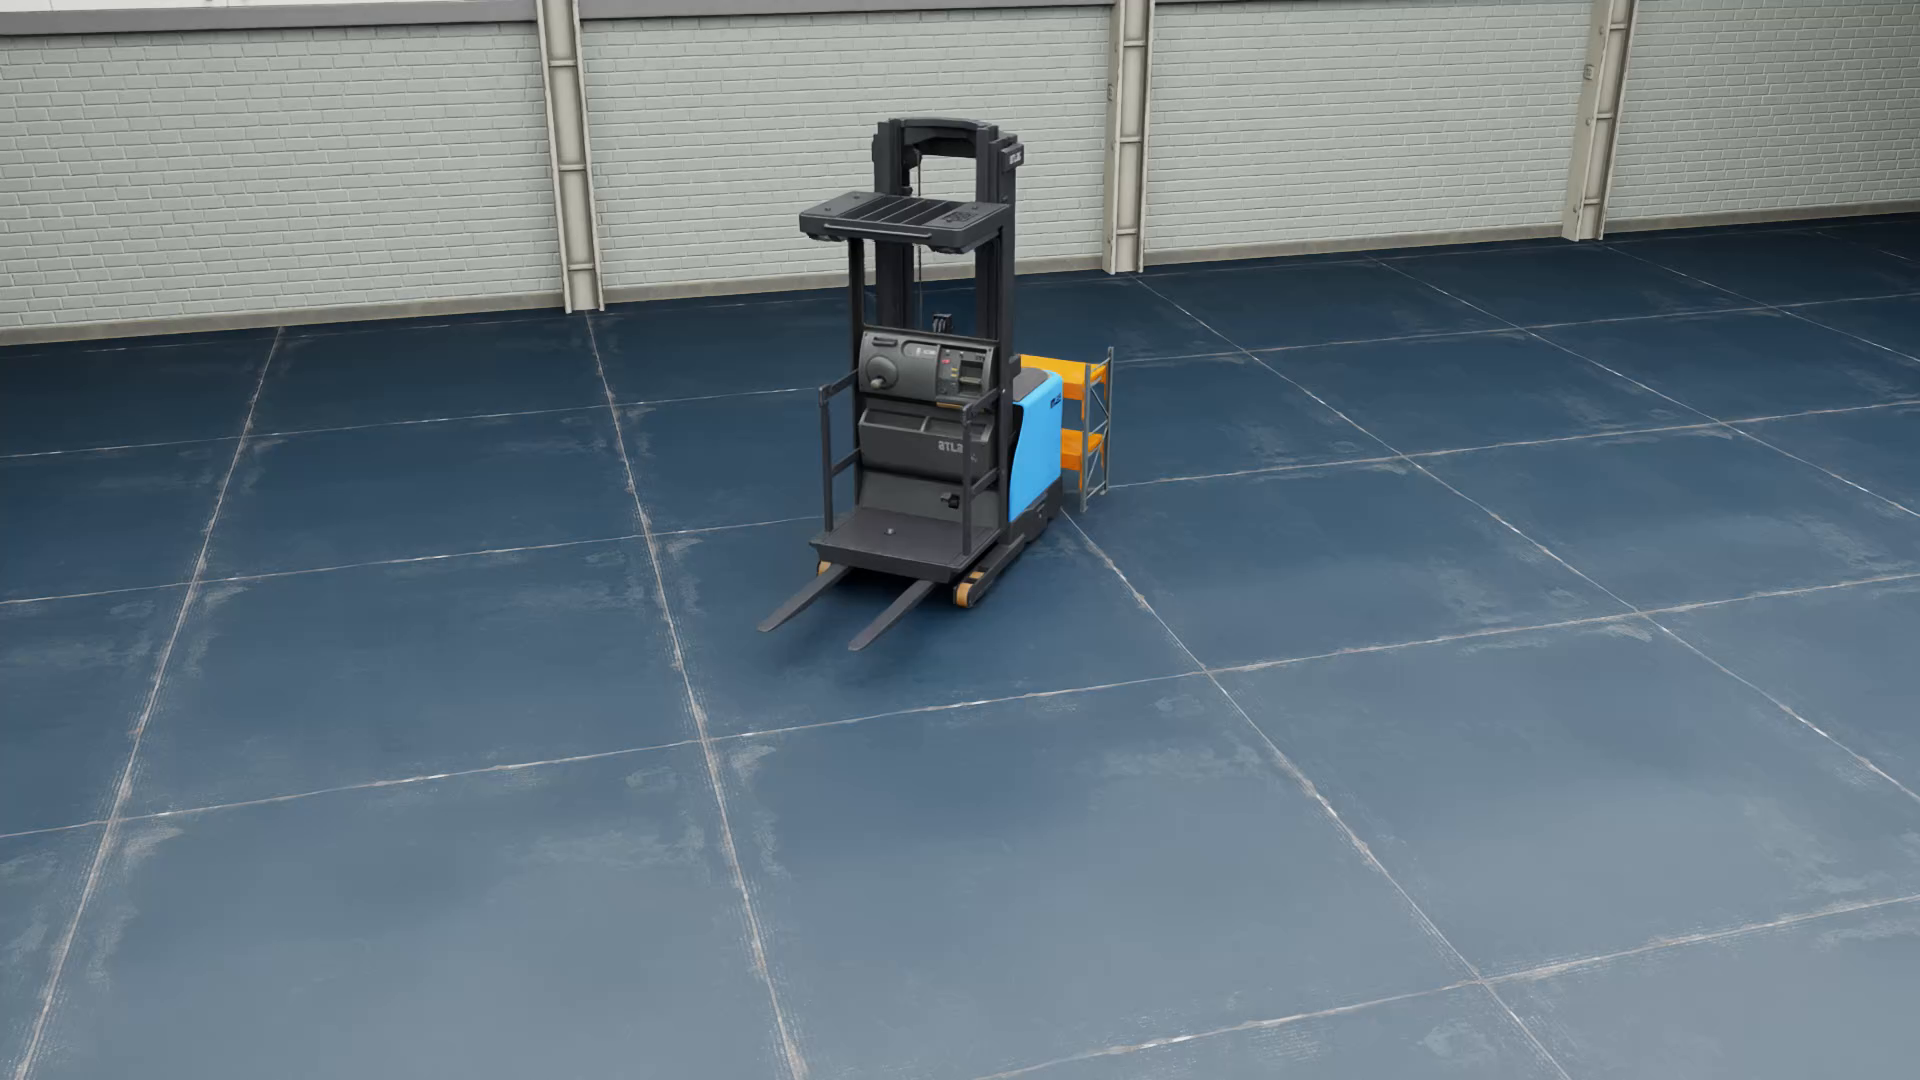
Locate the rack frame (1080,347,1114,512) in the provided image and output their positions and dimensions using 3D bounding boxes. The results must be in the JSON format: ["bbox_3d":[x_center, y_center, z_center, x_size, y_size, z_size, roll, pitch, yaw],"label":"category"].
[{"bbox_3d":[1.005,-0.811,12.206,0.032,1.125,0.500,11,25,23],"label":"rack frame"}]

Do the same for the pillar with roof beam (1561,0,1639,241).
[{"bbox_3d":[8.783,-6.210,14.810,0.400,9.000,9.100,-6,24,-14],"label":"pillar with roof beam"}]

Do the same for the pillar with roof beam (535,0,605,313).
[{"bbox_3d":[-2.771,-4.932,11.831,0.400,9.000,9.100,-6,24,-14],"label":"pillar with roof beam"}]

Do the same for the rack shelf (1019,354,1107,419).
[{"bbox_3d":[0.547,-1.167,12.294,1.000,0.278,0.538,11,25,23],"label":"rack shelf"}]

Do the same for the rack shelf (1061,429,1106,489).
[{"bbox_3d":[0.545,-0.671,12.502,1.000,0.278,0.538,11,25,23],"label":"rack shelf"}]

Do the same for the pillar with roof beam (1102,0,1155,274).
[{"bbox_3d":[3.006,-5.571,13.321,0.400,9.000,9.100,-6,24,-14],"label":"pillar with roof beam"}]

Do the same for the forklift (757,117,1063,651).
[{"bbox_3d":[-0.305,-1.098,10.591,1.130,2.935,3.031,10,25,21],"label":"forklift"}]

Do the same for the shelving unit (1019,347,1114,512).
[{"bbox_3d":[0.546,-0.897,12.407,1.048,1.125,0.538,11,25,23],"label":"shelving unit"}]
